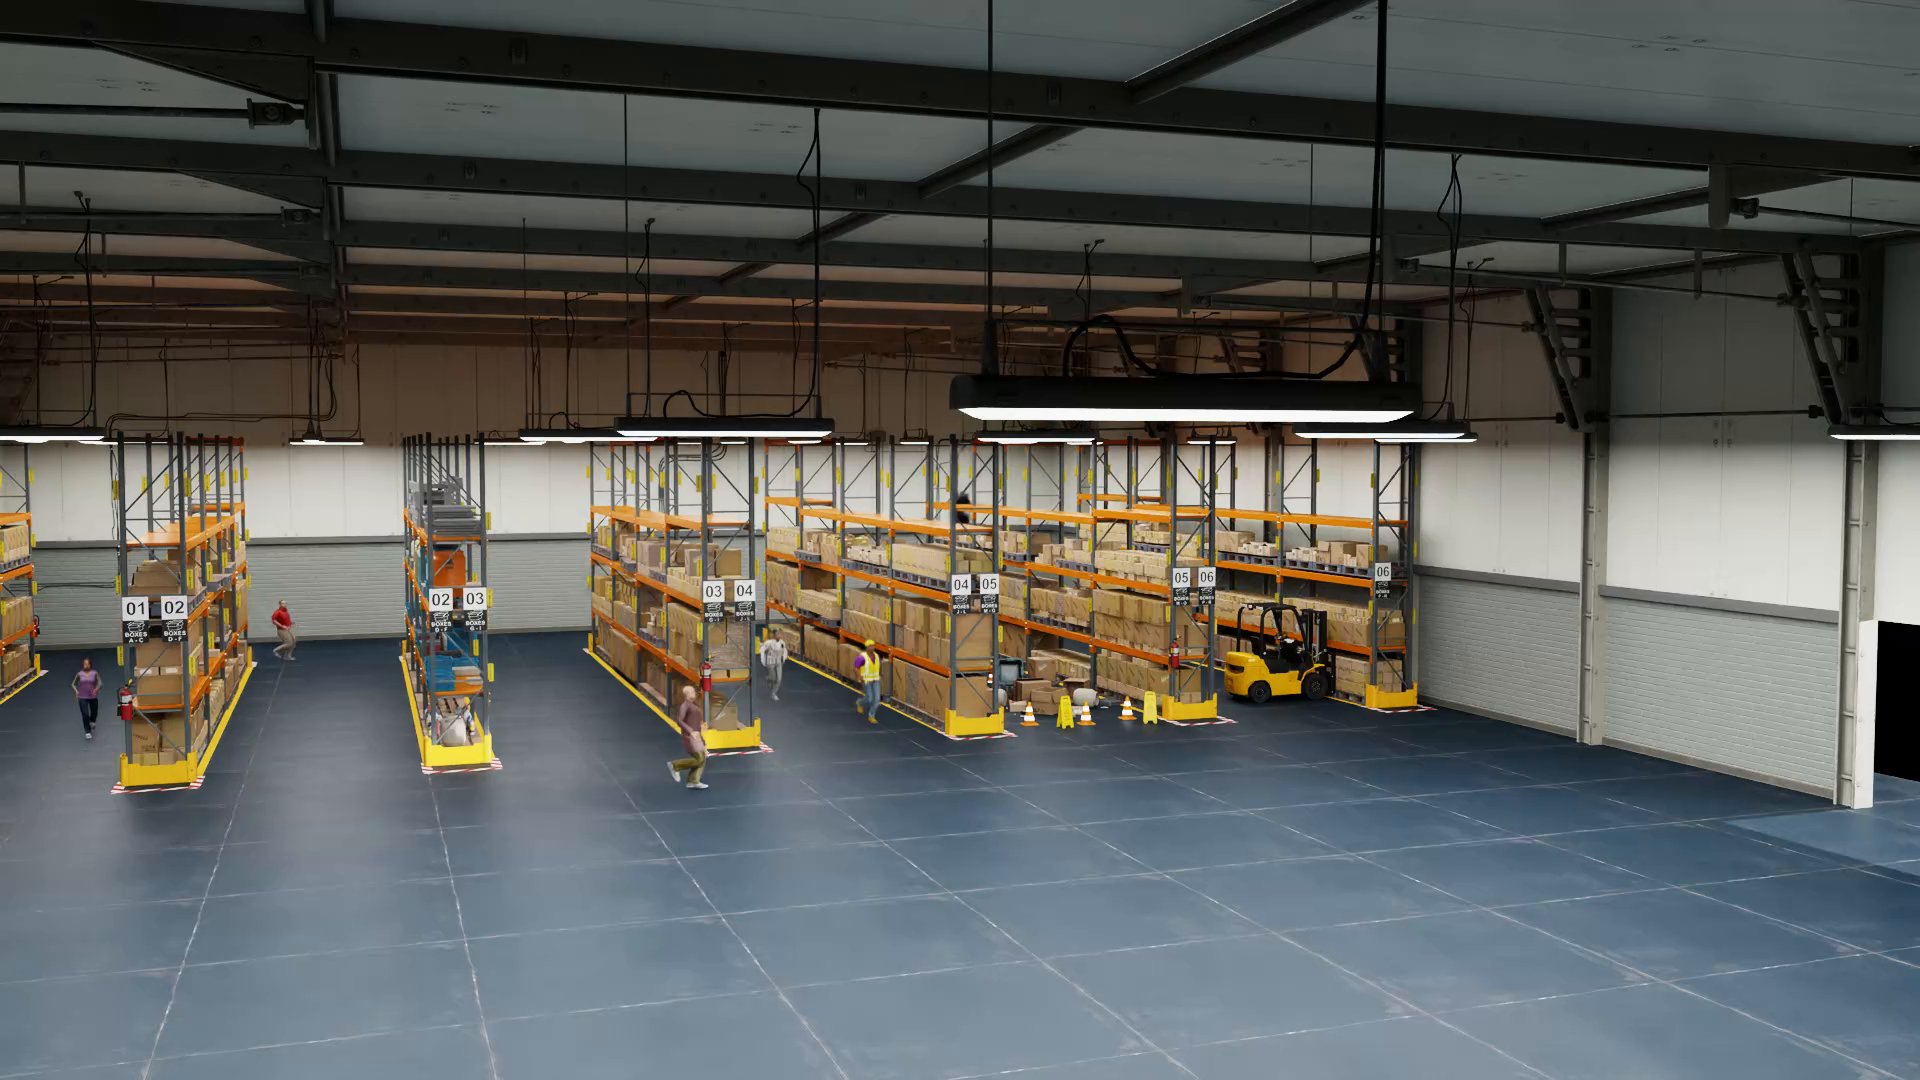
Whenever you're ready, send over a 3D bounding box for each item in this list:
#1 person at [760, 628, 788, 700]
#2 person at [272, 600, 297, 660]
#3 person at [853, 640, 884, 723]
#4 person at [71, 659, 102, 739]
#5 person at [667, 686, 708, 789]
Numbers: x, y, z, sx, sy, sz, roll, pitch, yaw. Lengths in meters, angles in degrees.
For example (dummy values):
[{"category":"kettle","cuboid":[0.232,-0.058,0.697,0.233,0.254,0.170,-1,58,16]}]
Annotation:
[{"category":"person","cuboid":[-4.249,2.822,37.952,0.648,1.651,0.665,-2,4,-29]},{"category":"person","cuboid":[-18.185,2.431,44.718,0.578,1.645,0.670,0,3,1]},{"category":"person","cuboid":[-1.905,2.946,34.809,0.710,1.737,0.654,-2,4,-34]},{"category":"person","cuboid":[-17.254,3.123,32.868,0.539,1.550,0.622,-2,4,-29]},{"category":"person","cuboid":[-4.564,3.312,27.935,0.663,1.736,0.710,0,3,4]}]
